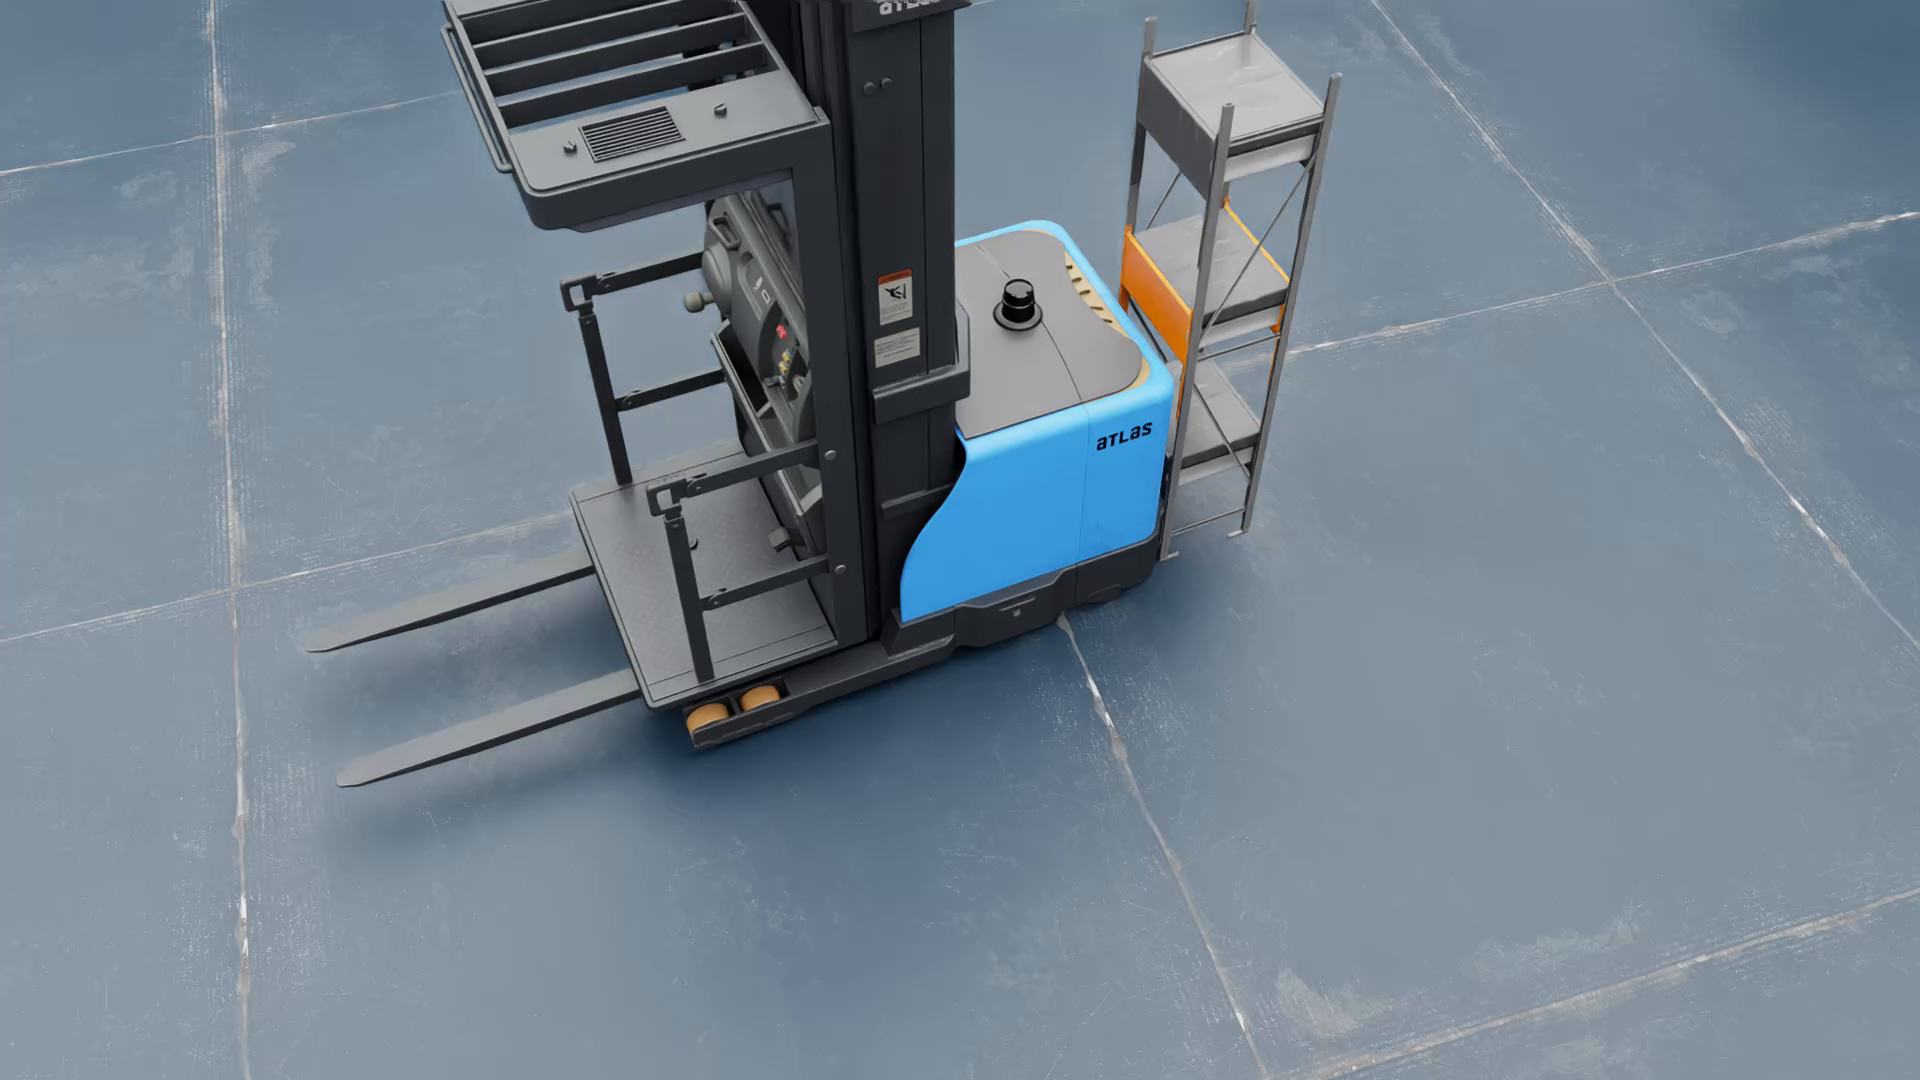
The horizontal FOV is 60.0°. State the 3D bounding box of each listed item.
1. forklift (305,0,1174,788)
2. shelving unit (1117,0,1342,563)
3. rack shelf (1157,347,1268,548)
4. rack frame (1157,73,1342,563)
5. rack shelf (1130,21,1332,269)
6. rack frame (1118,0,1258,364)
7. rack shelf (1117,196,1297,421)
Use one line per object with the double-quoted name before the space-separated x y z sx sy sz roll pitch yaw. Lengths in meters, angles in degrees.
"forklift" -0.823 -0.671 5.189 3.031 2.935 1.130 -18 52 -15
"shelving unit" 0.858 -0.825 5.862 0.431 2.100 0.503 -18 52 -15
"rack shelf" 0.858 -0.365 6.407 0.431 0.518 0.480 -18 52 -15
"rack frame" 0.955 -0.654 5.718 0.400 2.100 0.015 -18 52 -15
"rack shelf" 0.857 -1.267 5.337 0.431 0.518 0.480 -18 52 -15
"rack frame" 0.760 -0.996 6.006 0.400 2.100 0.015 -18 52 -15
"rack shelf" 0.858 -0.816 5.872 0.431 0.518 0.480 -18 52 -15
